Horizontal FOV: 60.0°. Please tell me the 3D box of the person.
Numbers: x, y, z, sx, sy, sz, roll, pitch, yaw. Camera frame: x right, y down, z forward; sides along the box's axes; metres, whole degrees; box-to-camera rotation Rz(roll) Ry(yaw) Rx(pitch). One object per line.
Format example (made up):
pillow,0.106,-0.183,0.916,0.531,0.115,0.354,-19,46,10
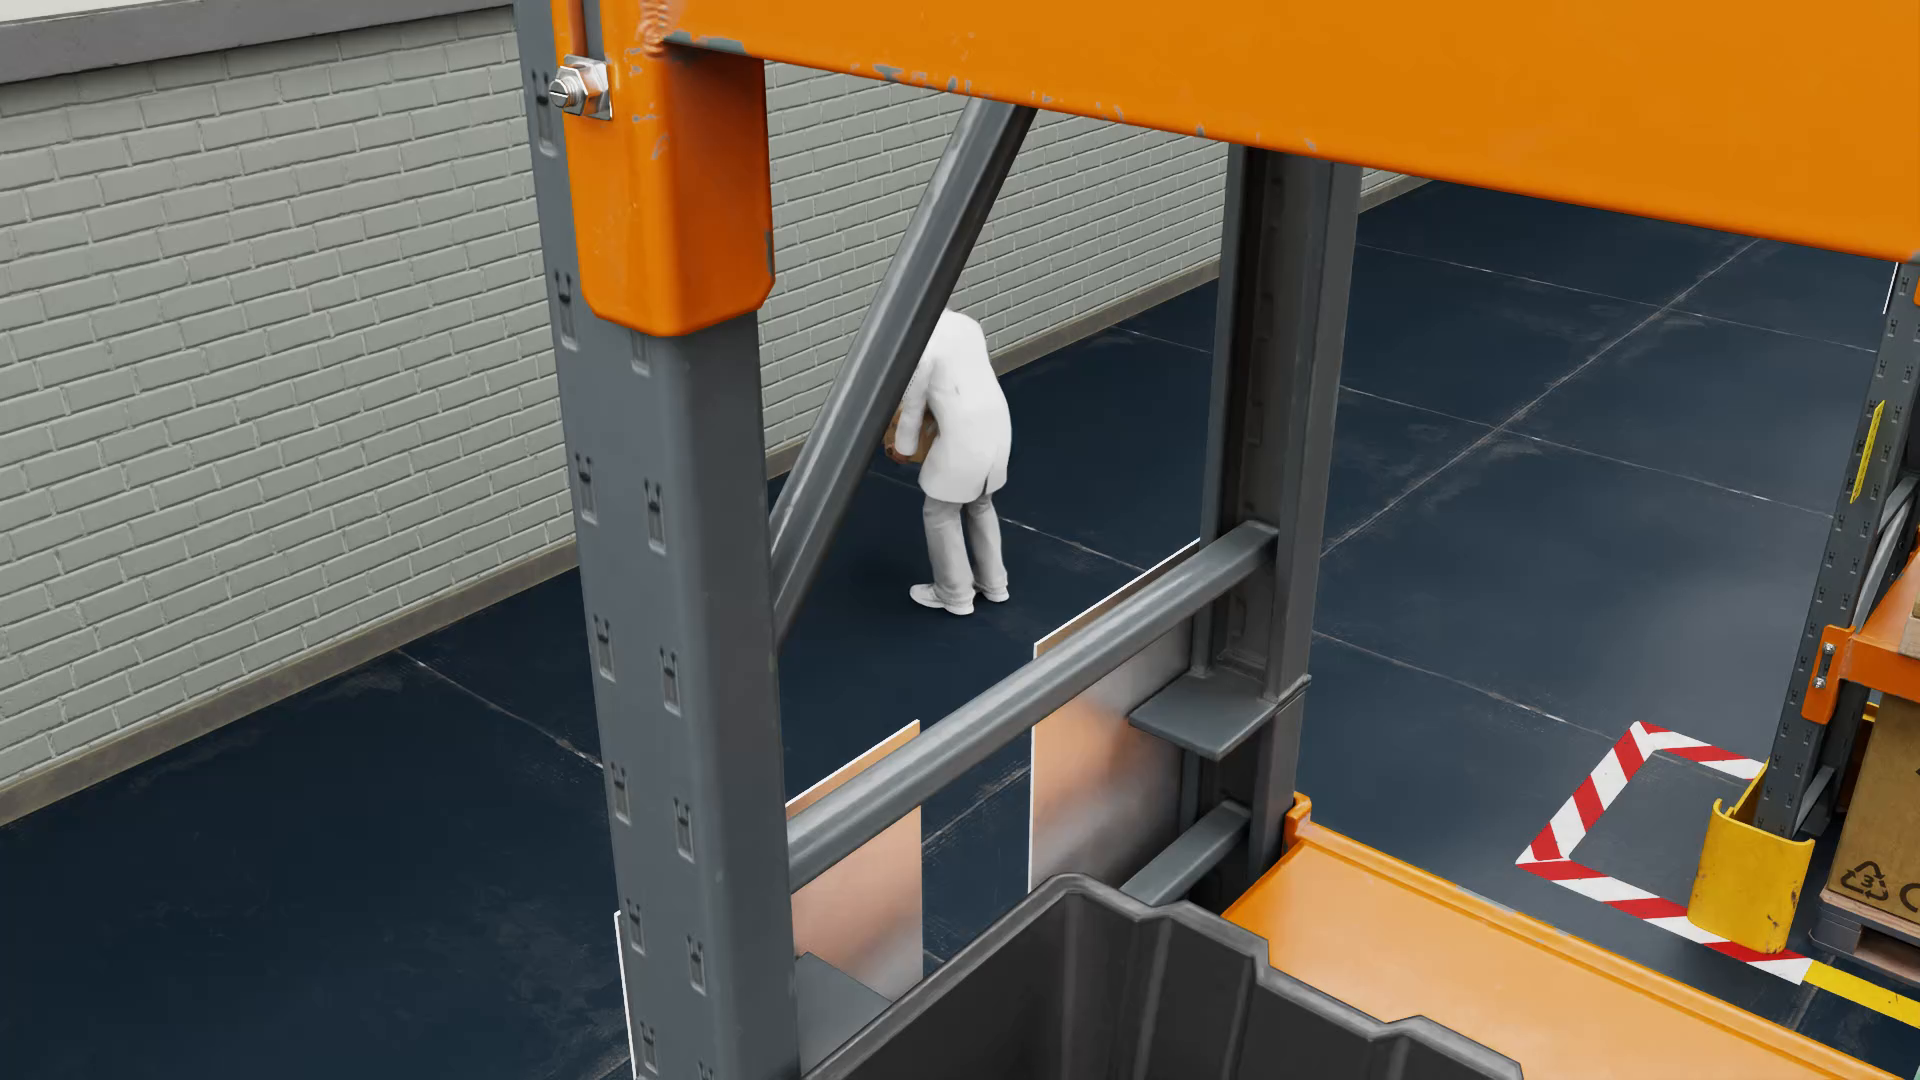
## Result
person,-0.048,-0.479,8.150,0.614,1.717,0.530,20,33,34
